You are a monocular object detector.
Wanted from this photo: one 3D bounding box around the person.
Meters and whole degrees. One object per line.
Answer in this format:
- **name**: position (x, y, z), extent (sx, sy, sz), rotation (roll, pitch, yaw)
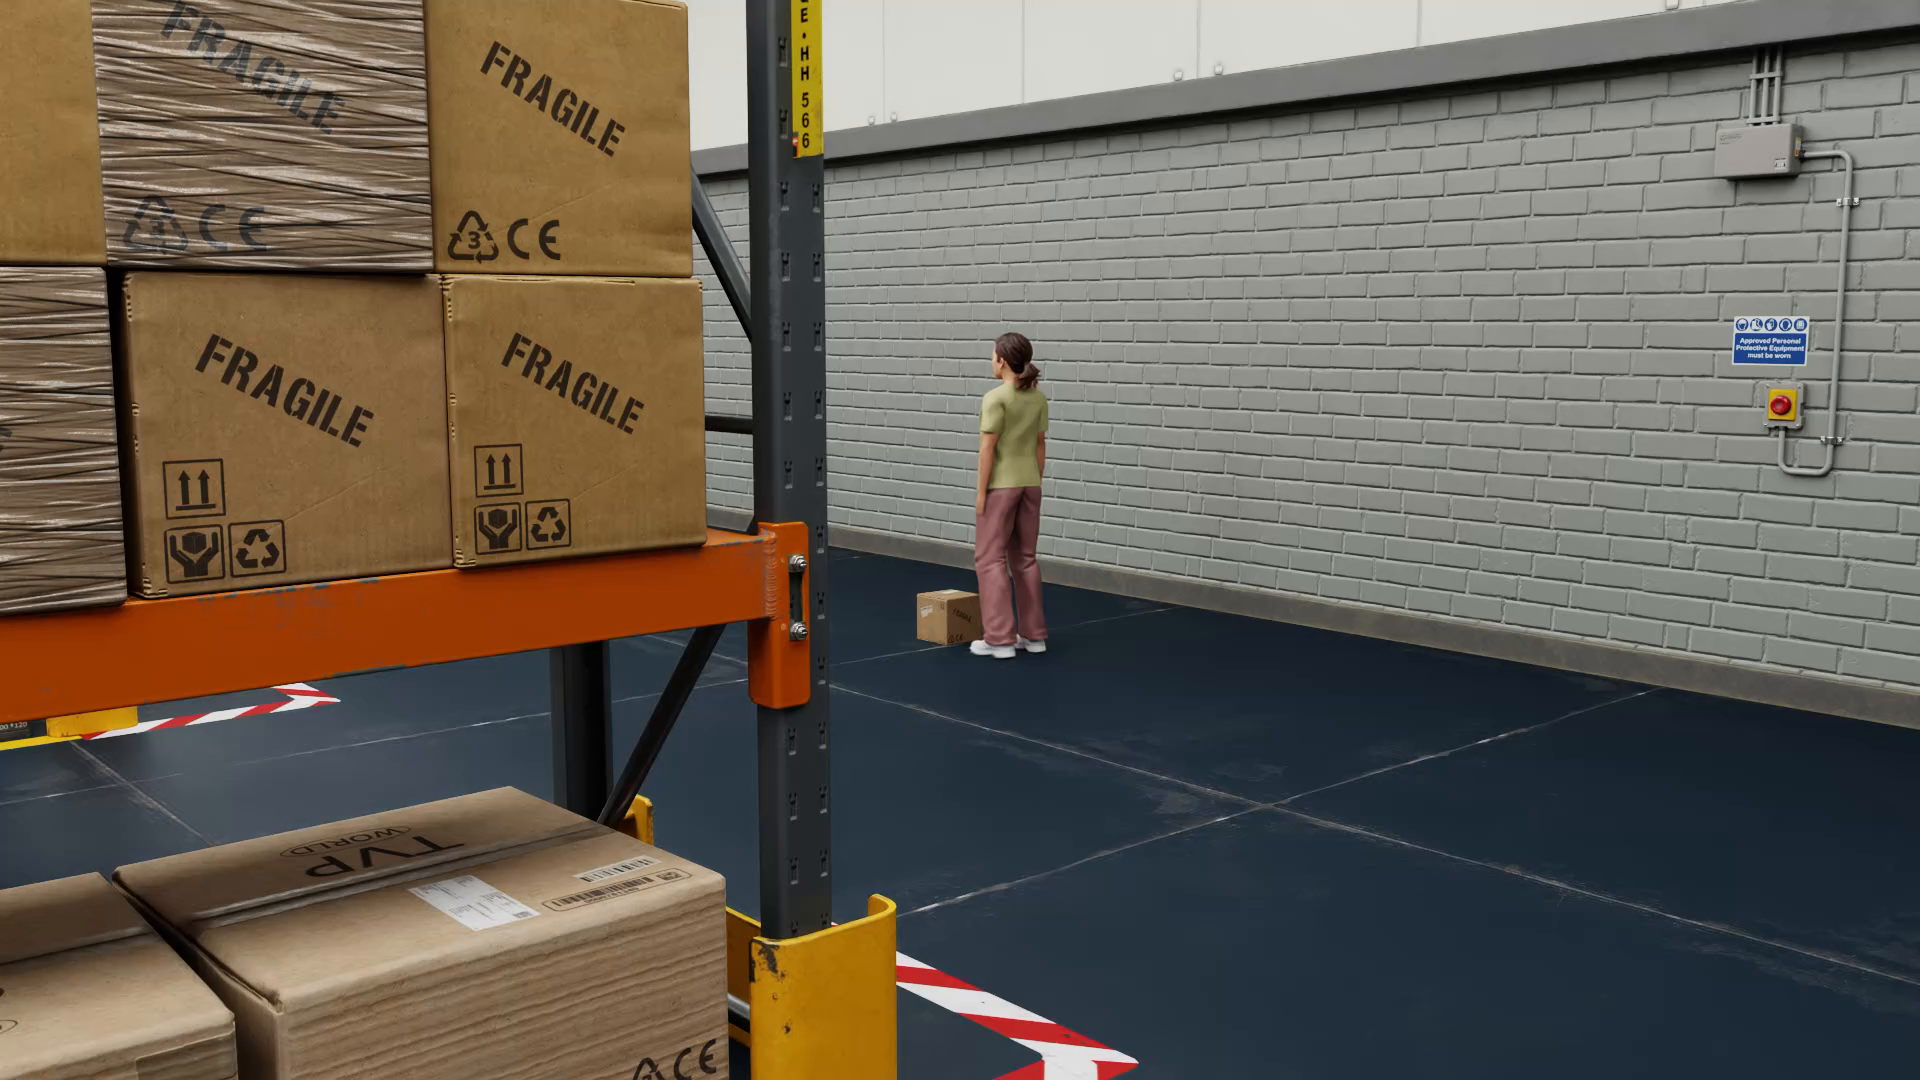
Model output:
- **person**: position (0.259, -0.232, 8.597), extent (0.438, 1.667, 0.357), rotation (-6, 10, -39)
